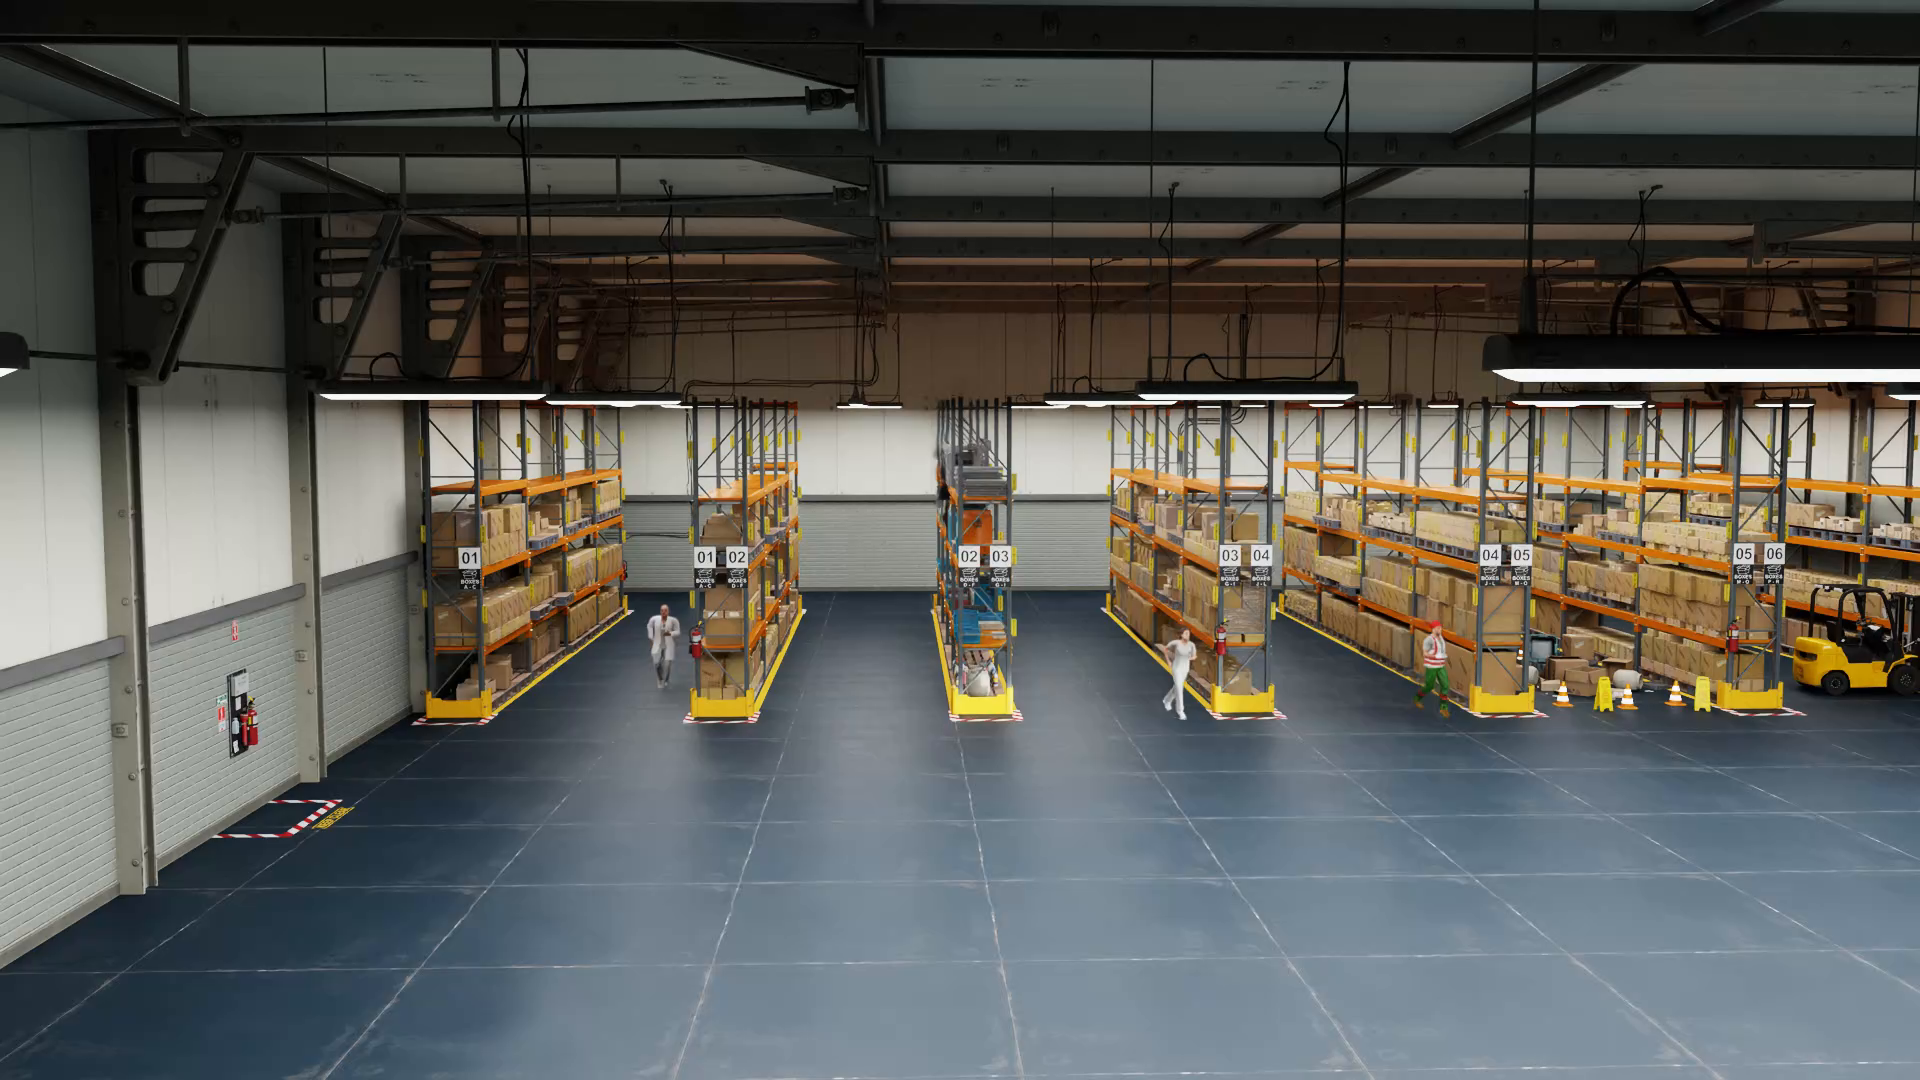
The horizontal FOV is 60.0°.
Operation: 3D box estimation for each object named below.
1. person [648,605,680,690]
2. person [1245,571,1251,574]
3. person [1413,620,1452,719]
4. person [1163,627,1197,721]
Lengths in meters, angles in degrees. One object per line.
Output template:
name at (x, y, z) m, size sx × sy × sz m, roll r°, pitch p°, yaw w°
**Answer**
person at (-6.084, 2.209, 34.152) m, size 0.691 × 1.762 × 0.799 m, roll 0°, pitch 4°, yaw -5°
person at (8.491, 1.171, 48.062) m, size 0.714 × 1.676 × 0.890 m, roll 3°, pitch 5°, yaw 33°
person at (8.906, 2.360, 31.322) m, size 0.690 × 1.715 × 0.913 m, roll -3°, pitch 5°, yaw -35°
person at (4.158, 2.474, 31.295) m, size 0.567 × 1.689 × 0.982 m, roll -2°, pitch 5°, yaw -21°
